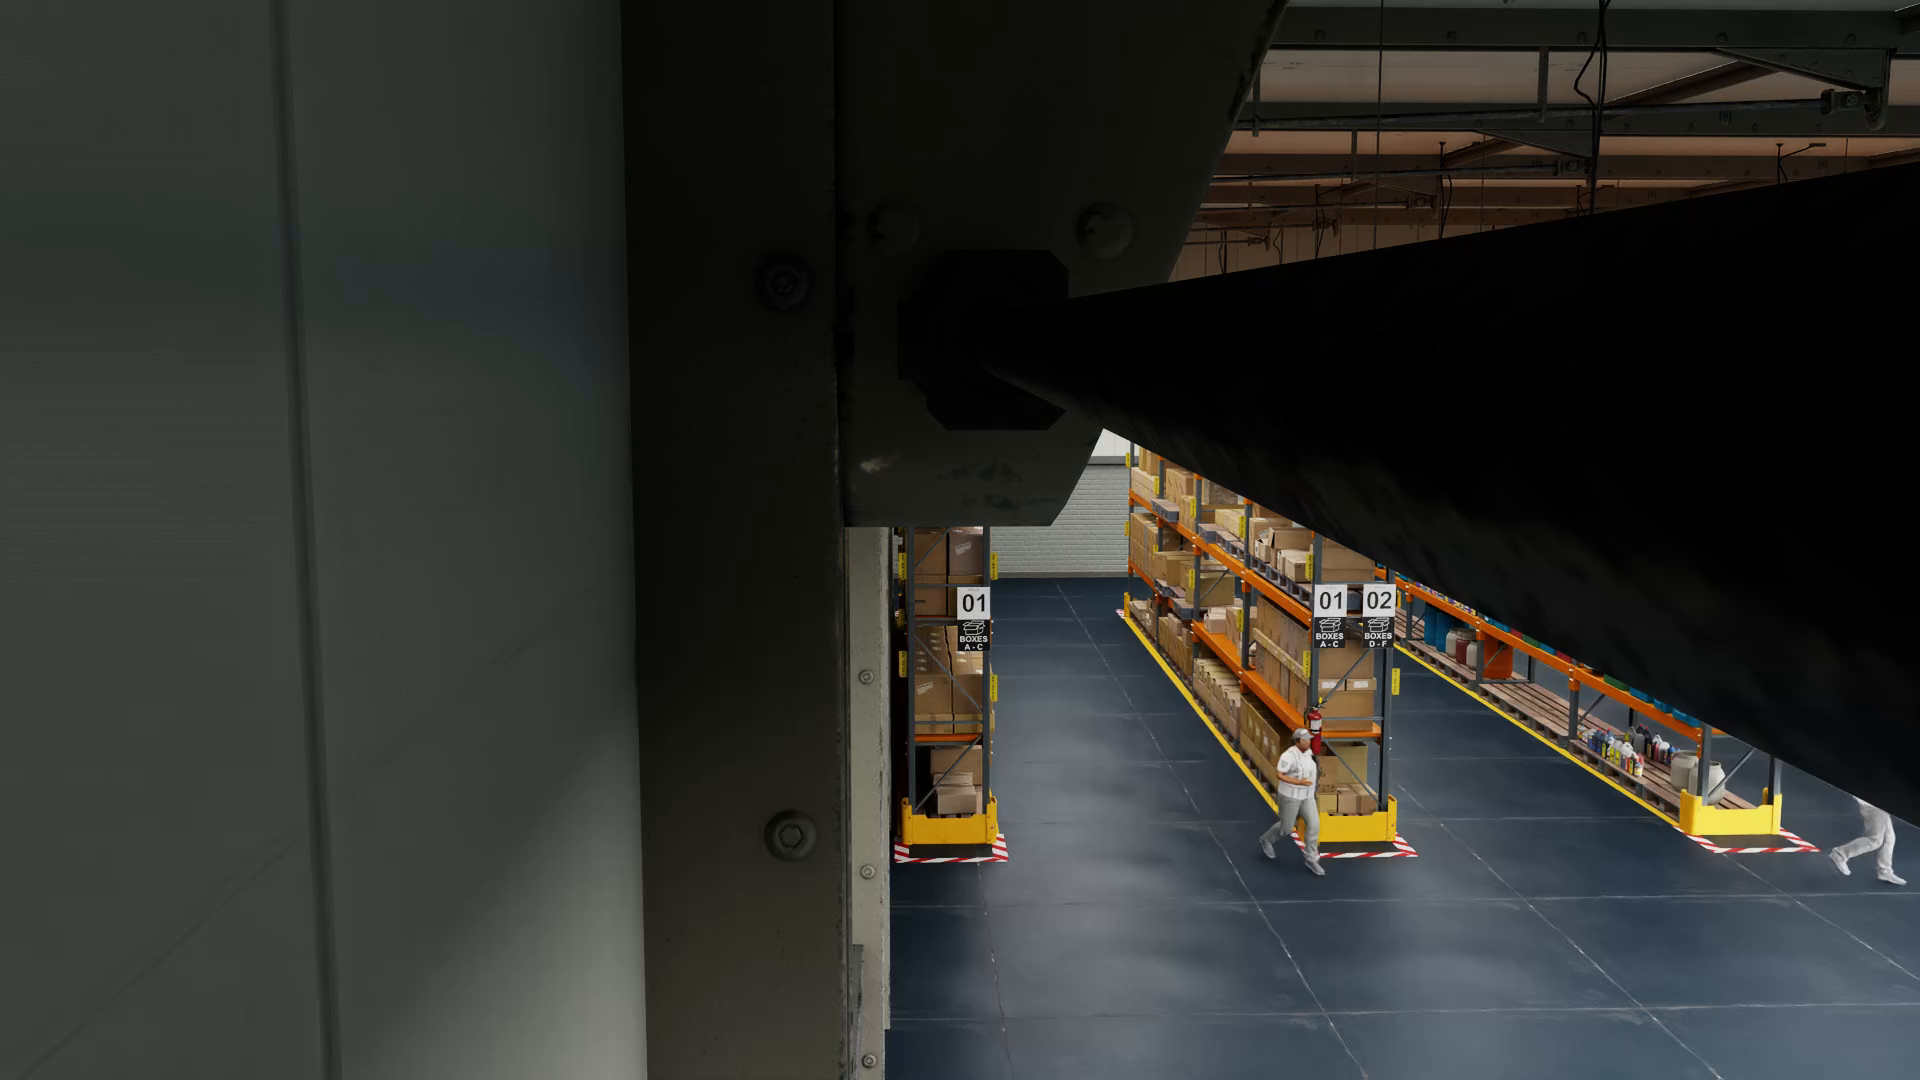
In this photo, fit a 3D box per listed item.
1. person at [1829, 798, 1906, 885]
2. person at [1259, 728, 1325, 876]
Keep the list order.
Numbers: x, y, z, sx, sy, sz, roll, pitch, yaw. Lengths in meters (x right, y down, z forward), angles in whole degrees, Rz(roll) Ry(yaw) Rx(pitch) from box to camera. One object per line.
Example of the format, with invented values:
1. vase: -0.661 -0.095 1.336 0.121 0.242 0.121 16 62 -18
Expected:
1. person: 10.433 3.033 19.031 0.810 1.782 0.683 3 8 24
2. person: 3.955 3.020 19.512 0.639 1.670 0.908 -5 9 -33
